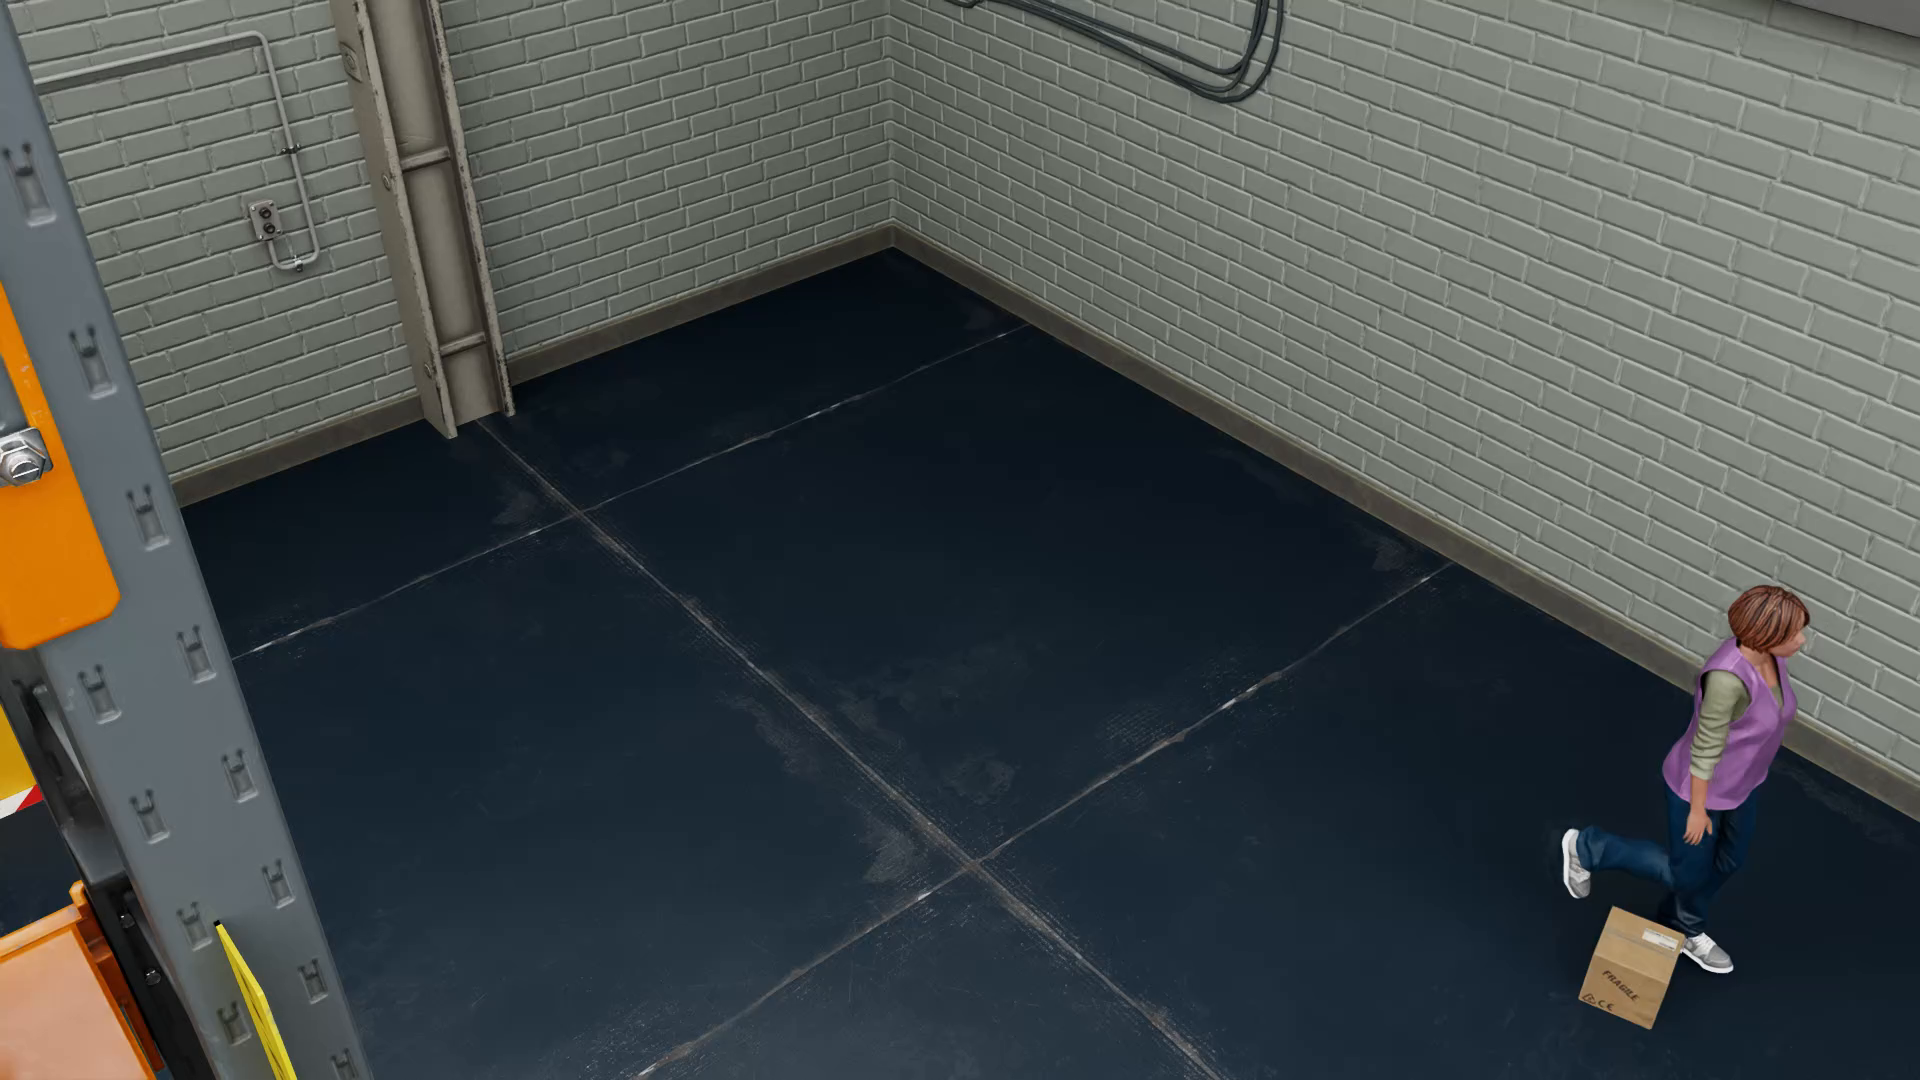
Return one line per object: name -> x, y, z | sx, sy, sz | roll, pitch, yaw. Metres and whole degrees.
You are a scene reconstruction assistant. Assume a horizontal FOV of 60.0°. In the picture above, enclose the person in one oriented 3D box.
person -> 2.470, 0.776, 5.570 | 0.421, 1.581, 0.646 | -27, 44, -32
